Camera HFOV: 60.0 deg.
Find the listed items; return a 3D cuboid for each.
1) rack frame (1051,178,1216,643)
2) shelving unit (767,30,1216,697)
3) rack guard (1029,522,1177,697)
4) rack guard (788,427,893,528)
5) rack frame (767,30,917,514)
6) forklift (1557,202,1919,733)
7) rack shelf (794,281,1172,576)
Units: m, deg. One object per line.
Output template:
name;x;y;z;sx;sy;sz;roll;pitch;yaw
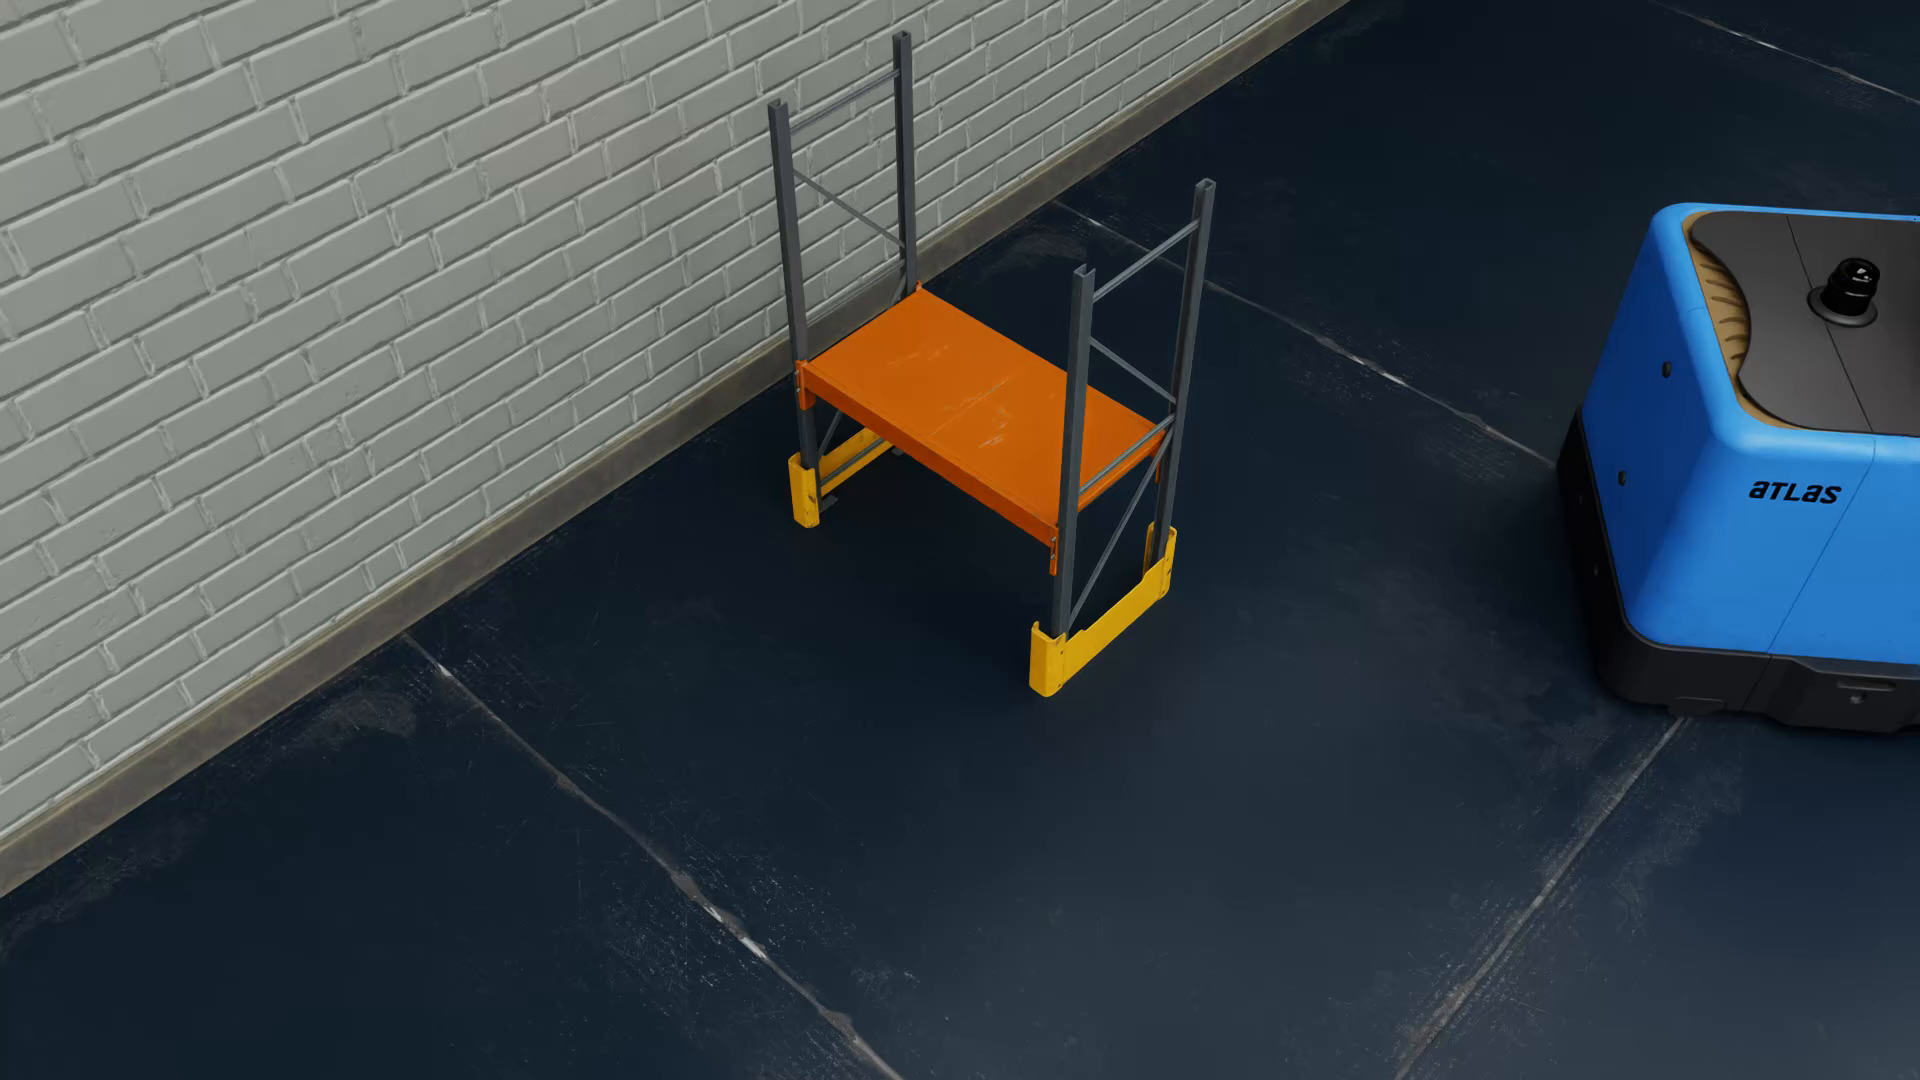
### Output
rack frame;0.436;-0.220;4.428;0.032;1.500;0.500;34;55;28
shelving unit;0.056;-0.476;4.668;1.083;1.500;0.587;34;55;28
rack guard;0.422;0.198;4.892;0.087;0.250;0.587;34;55;28
rack guard;-0.310;-0.294;5.355;0.087;0.250;0.587;34;55;28
rack frame;-0.311;-0.723;4.900;0.032;1.500;0.500;34;55;28
forklift;3.390;-0.766;3.958;3.031;2.935;1.130;4;47;4
rack shelf;0.063;-0.348;4.795;1.000;0.185;0.538;34;55;28
